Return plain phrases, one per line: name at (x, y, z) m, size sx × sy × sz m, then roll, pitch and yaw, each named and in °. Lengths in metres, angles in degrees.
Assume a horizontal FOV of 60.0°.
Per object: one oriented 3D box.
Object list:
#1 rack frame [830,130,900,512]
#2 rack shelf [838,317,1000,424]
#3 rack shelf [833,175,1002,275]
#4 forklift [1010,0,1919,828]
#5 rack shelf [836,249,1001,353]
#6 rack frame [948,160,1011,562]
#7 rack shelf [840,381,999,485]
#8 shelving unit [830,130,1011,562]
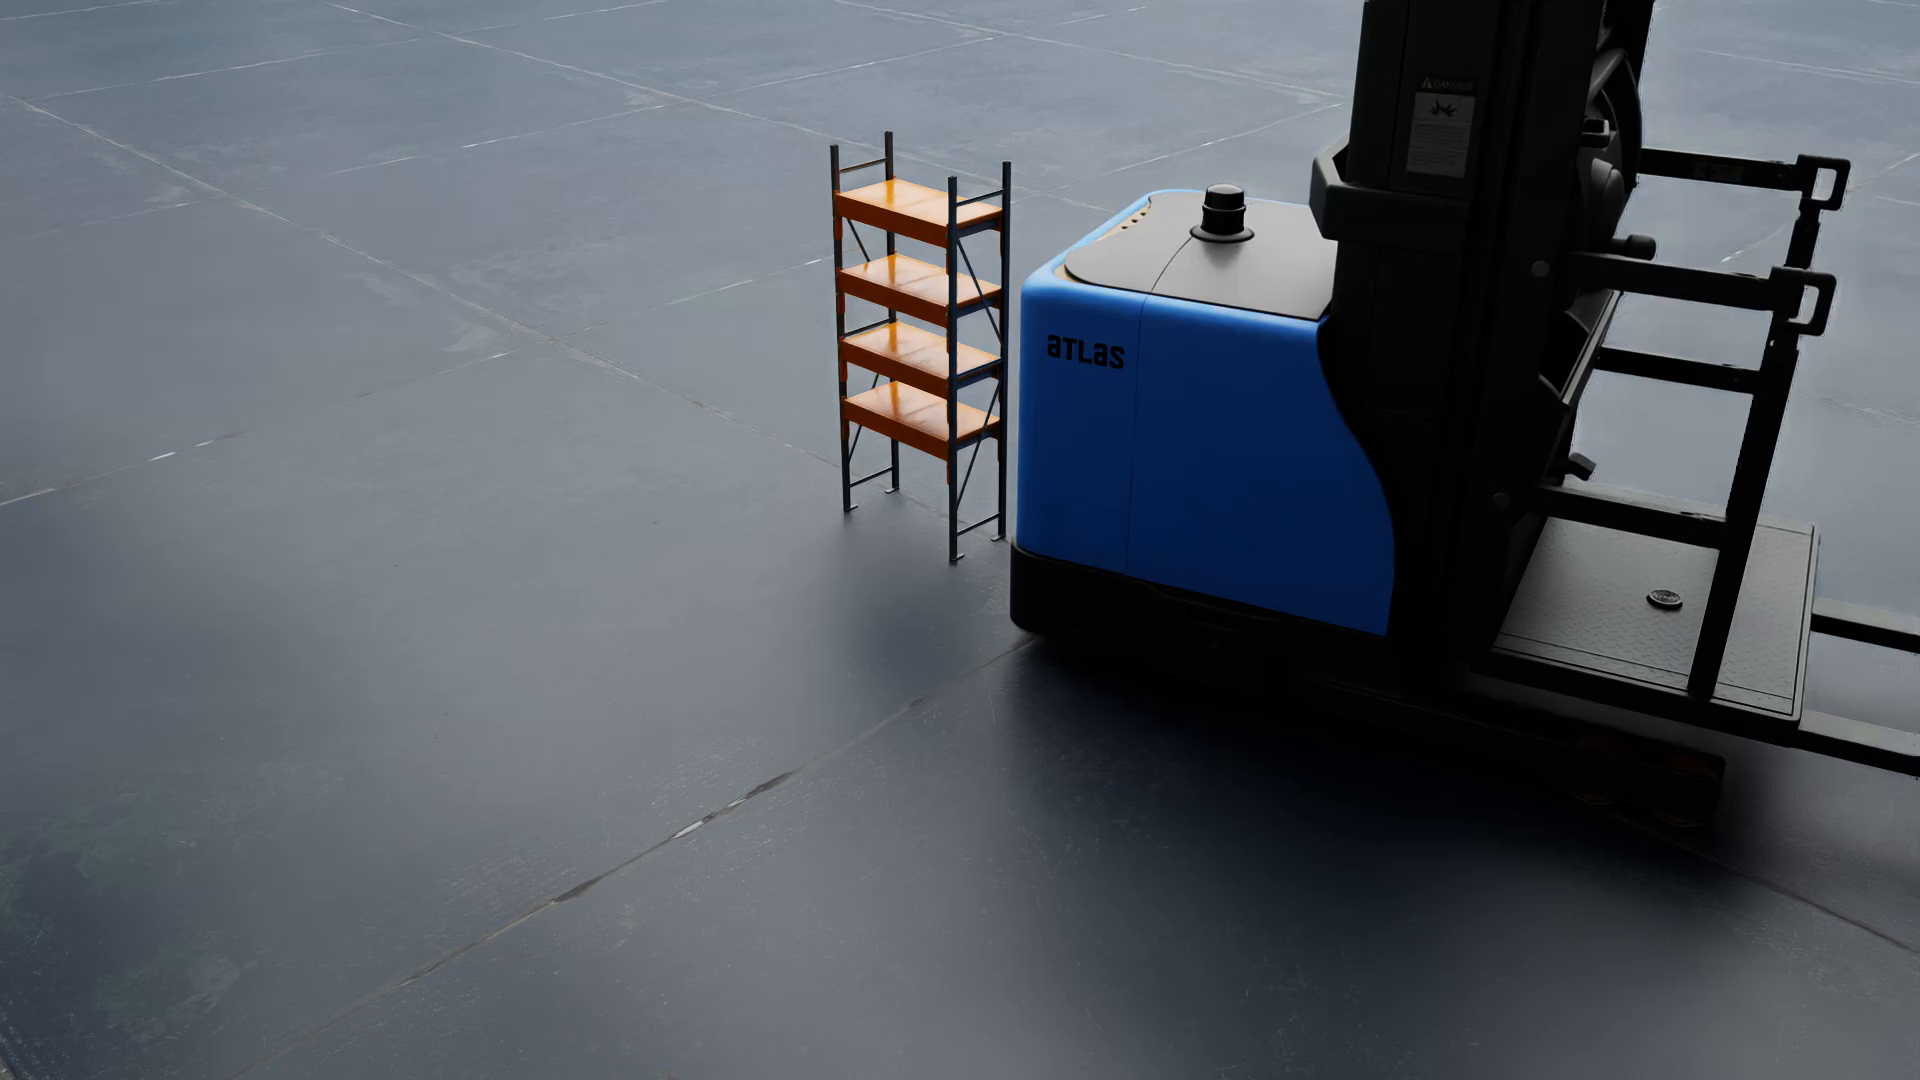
rack frame at (-0.292, -0.665, 5.225) m, size 0.015 × 1.200 × 0.240 m, roll 25°, pitch 36°, yaw 38°
rack shelf at (-0.118, -0.526, 5.105) m, size 0.480 × 0.148 × 0.258 m, roll 25°, pitch 36°, yaw 38°
rack shelf at (-0.118, -0.933, 4.891) m, size 0.480 × 0.148 × 0.258 m, roll 25°, pitch 36°, yaw 38°
forklift at (1.692, -0.898, 3.808) m, size 3.031 × 2.935 × 1.130 m, roll 13°, pitch 31°, yaw 24°
rack shelf at (-0.118, -0.724, 5.001) m, size 0.480 × 0.148 × 0.258 m, roll 25°, pitch 36°, yaw 38°
rack frame at (0.056, -0.505, 4.922) m, size 0.015 × 1.200 × 0.240 m, roll 25°, pitch 36°, yaw 38°
rack shelf at (-0.118, -0.350, 5.197) m, size 0.480 × 0.148 × 0.258 m, roll 25°, pitch 36°, yaw 38°
shelving unit at (-0.118, -0.585, 5.073) m, size 0.503 × 1.200 × 0.258 m, roll 25°, pitch 36°, yaw 38°
